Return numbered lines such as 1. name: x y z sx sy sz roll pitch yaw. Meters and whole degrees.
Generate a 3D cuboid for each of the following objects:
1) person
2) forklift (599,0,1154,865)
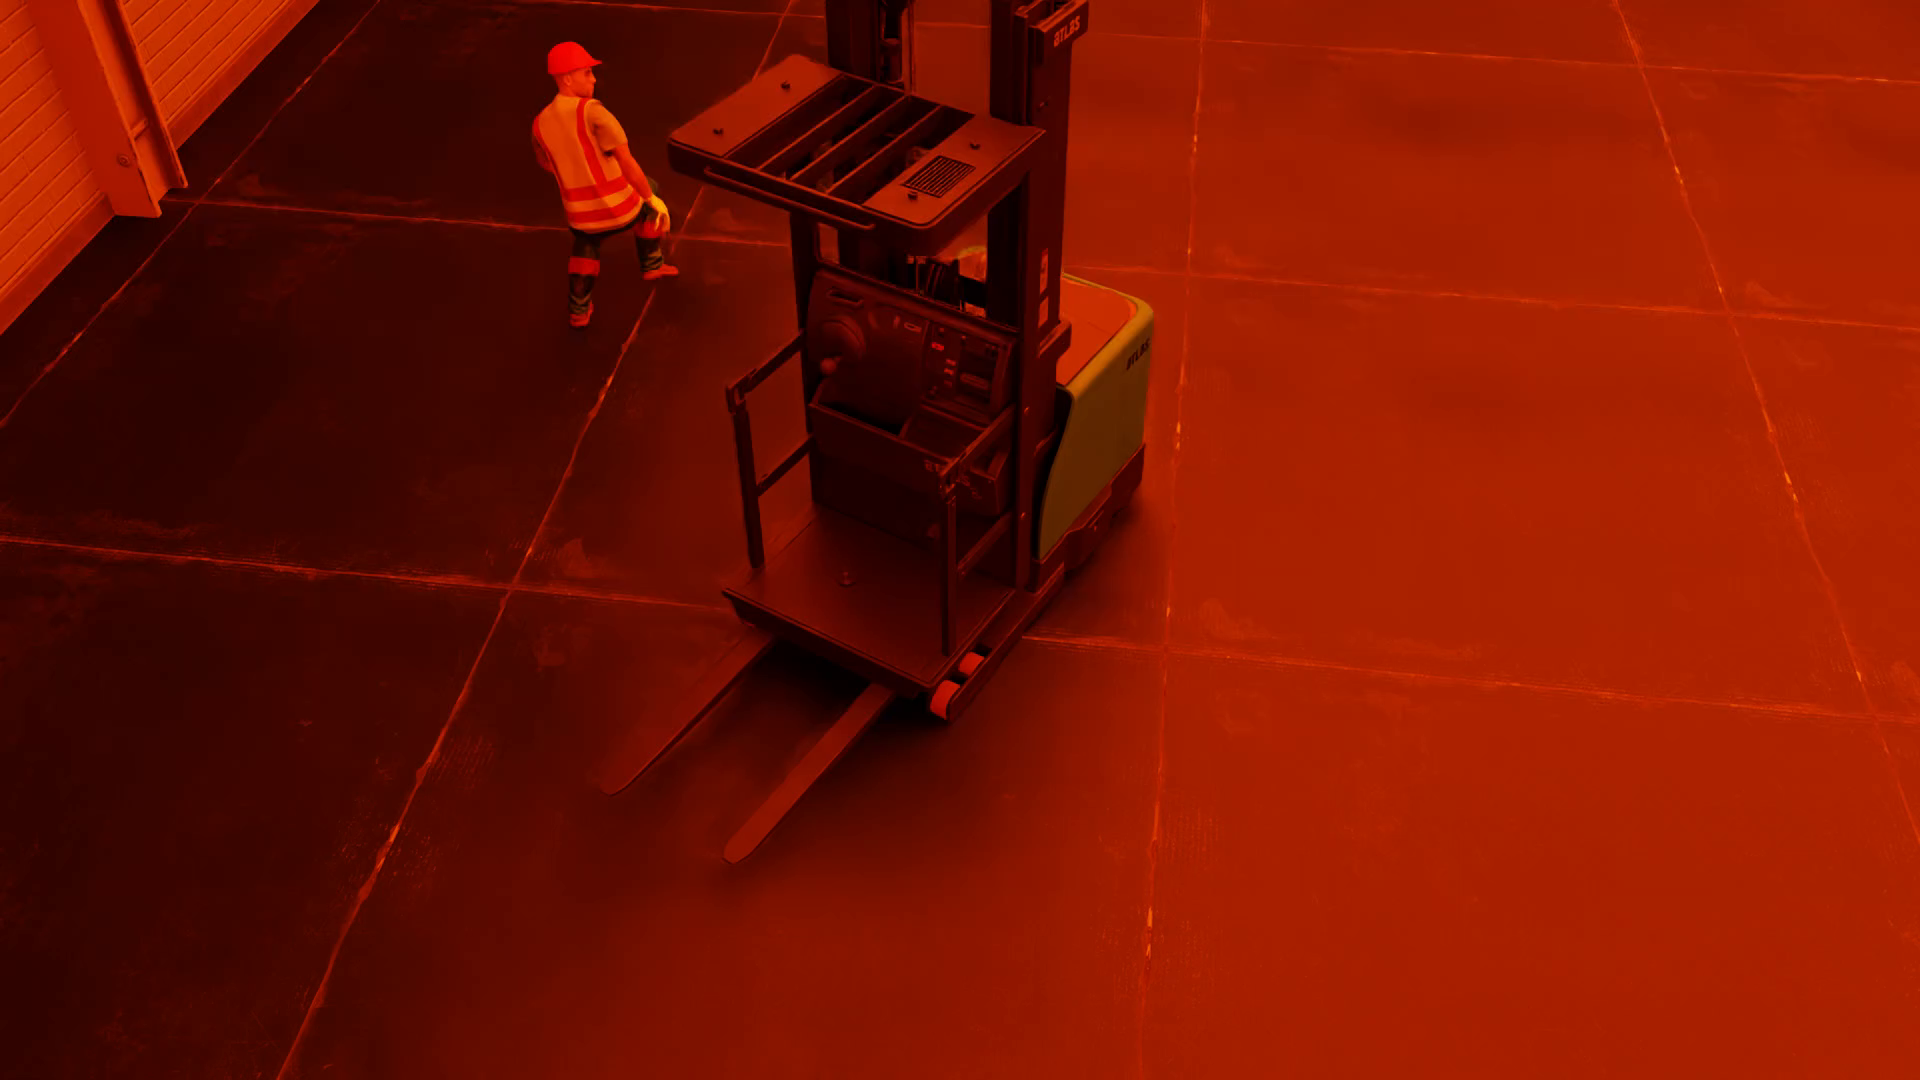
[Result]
1. person: -1.851 -1.878 8.817 0.789 1.551 0.739 5 43 5
2. forklift: -0.323 -0.684 6.469 1.130 2.935 3.031 23 47 23
